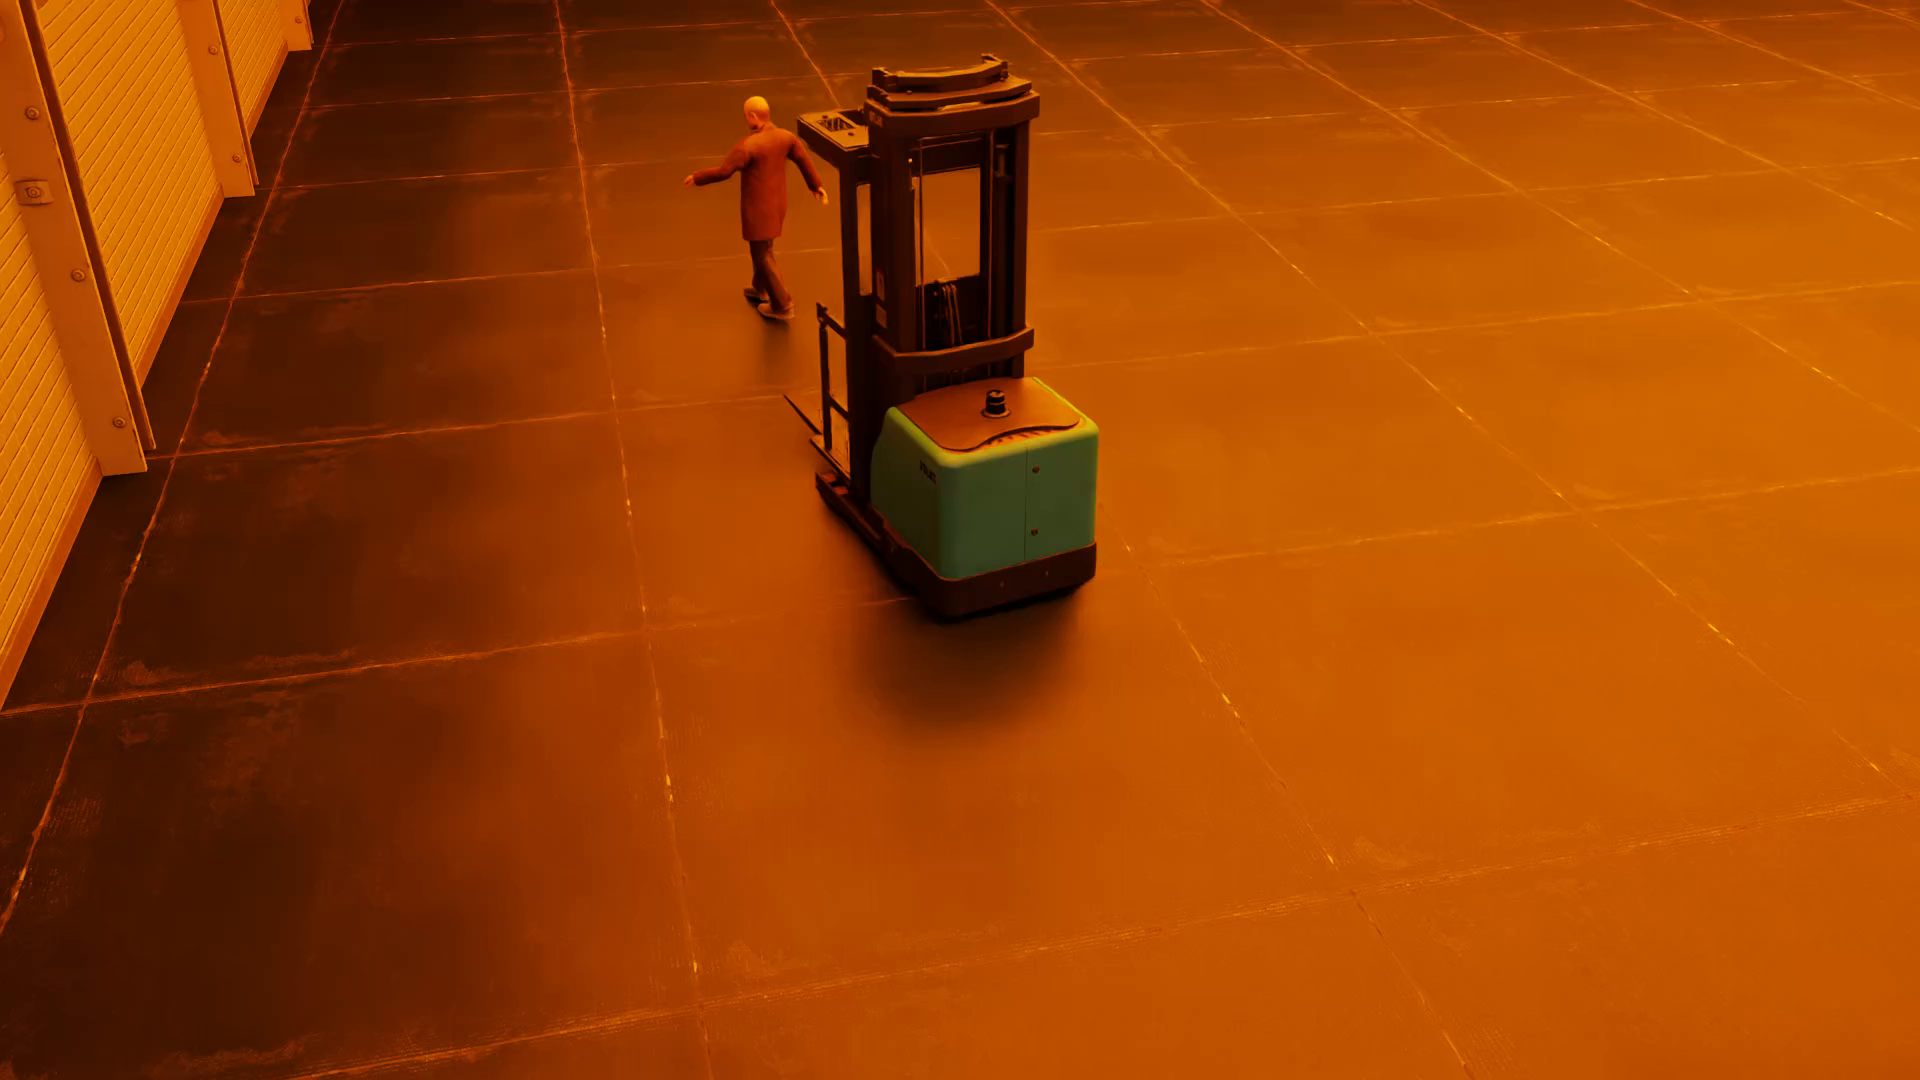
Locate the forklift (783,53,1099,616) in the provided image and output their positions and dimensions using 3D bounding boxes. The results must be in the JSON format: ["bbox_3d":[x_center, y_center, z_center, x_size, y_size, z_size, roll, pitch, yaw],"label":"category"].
[{"bbox_3d":[-0.296,-1.545,10.243,1.130,2.935,3.031,-14,33,-23],"label":"forklift"}]

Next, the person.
[{"bbox_3d":[-1.588,-2.703,13.370,0.812,1.755,1.022,22,37,33],"label":"person"}]
